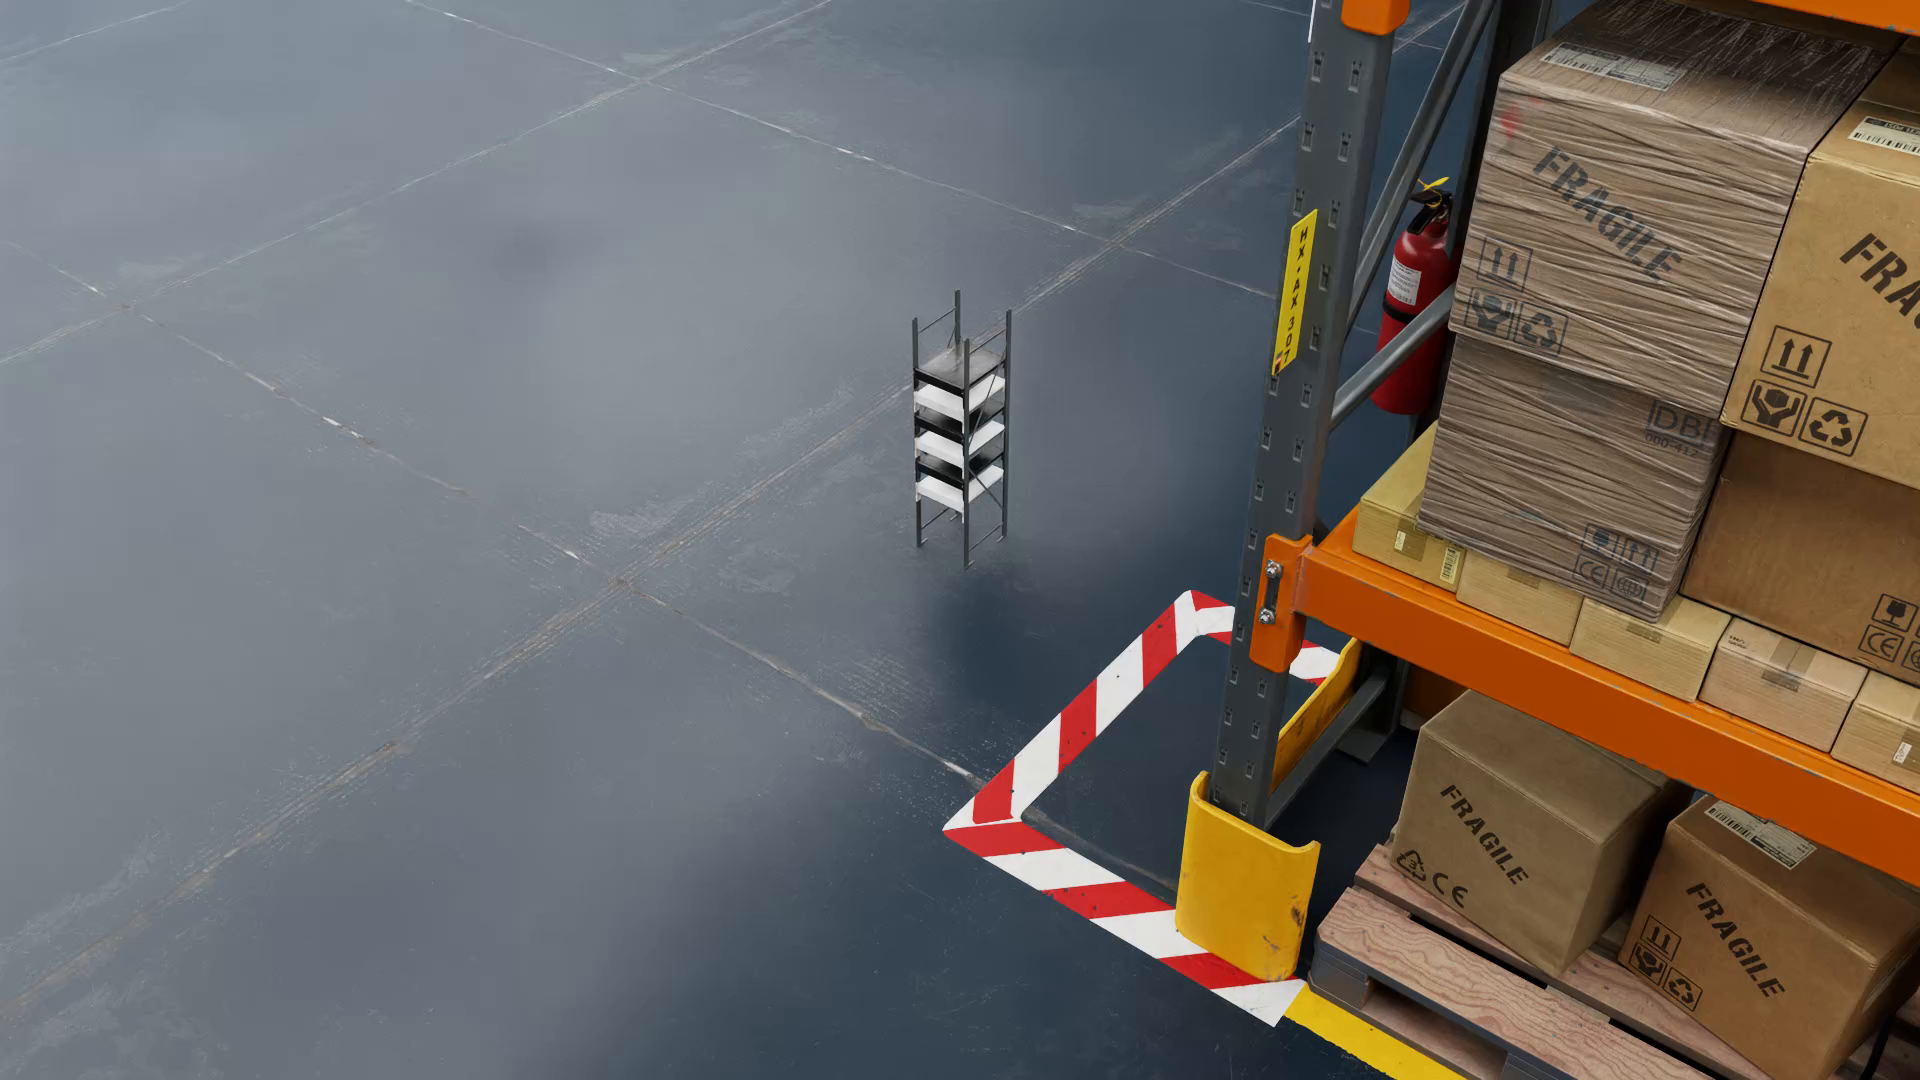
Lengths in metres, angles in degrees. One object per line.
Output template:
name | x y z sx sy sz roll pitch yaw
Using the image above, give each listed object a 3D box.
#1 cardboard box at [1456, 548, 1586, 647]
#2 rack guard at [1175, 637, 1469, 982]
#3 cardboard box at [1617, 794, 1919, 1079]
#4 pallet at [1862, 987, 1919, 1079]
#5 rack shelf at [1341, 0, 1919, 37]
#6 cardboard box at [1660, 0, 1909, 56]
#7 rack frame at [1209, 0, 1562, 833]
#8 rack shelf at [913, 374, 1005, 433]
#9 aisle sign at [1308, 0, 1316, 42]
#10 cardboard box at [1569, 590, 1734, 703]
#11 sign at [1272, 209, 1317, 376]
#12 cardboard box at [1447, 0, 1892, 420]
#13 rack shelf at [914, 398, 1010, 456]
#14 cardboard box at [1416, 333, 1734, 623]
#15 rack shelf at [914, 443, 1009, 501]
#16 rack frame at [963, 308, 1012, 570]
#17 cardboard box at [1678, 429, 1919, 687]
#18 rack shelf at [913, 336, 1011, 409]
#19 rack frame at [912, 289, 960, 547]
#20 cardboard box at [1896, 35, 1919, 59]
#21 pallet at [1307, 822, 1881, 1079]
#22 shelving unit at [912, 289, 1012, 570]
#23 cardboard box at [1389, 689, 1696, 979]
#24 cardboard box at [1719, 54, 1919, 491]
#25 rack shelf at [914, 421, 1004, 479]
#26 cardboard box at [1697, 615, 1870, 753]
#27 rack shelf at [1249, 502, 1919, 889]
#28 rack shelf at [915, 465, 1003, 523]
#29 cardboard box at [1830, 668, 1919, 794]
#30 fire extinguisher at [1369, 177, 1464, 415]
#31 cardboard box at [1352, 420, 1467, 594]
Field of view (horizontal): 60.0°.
cardboard box | 1.247 0.024 3.490 0.250 0.149 0.380 25 45 29
rack guard | 1.039 0.611 4.564 0.348 0.500 1.175 25 45 29
cardboard box | 1.960 0.866 3.897 0.500 0.500 0.500 -25 45 -29
pallet | 2.628 1.503 3.659 1.213 0.211 1.003 25 45 29
rack shelf | 2.567 -0.551 2.170 4.000 0.370 1.077 25 45 29
cardboard box | 1.566 -0.867 3.291 0.500 0.500 0.500 25 45 29
rack frame | 0.979 -0.402 3.830 0.127 3.000 1.000 25 45 29
rack shelf | 0.006 -0.467 5.378 0.200 0.077 0.258 25 45 29
aisle sign | 0.747 -1.302 2.871 0.004 0.787 0.394 25 45 29
cardboard box | 1.437 0.125 3.361 0.250 0.149 0.380 25 45 29
sign | 0.649 -0.477 3.224 0.005 0.325 0.100 25 45 29
cardboard box | 1.250 -0.613 2.966 0.500 0.500 0.500 25 45 29
rack shelf | 0.006 -0.396 5.434 0.200 0.077 0.258 25 45 29
cardboard box | 1.399 -0.339 3.427 0.500 0.500 0.875 25 45 29
rack shelf | 0.006 -0.254 5.545 0.200 0.077 0.258 25 45 29
rack frame | 0.087 -0.313 5.420 0.006 0.900 0.240 25 45 29
cardboard box | 1.869 -0.210 3.263 0.500 0.500 0.875 25 45 29
rack shelf | 0.006 -0.538 5.323 0.200 0.077 0.258 25 45 29
rack frame | -0.074 -0.389 5.517 0.006 0.900 0.240 25 45 29
cardboard box | 1.966 -0.683 3.055 0.500 0.500 0.500 25 45 29
pallet | 1.663 1.046 4.243 1.213 0.211 1.003 25 45 29
shelving unit | 0.006 -0.351 5.469 0.210 0.900 0.258 25 45 29
cardboard box | 1.465 0.659 4.162 0.500 0.500 0.500 -29 46 -32
cardboard box | 1.643 -0.422 2.722 0.500 0.500 0.500 25 45 29
rack shelf | 0.006 -0.325 5.489 0.200 0.077 0.258 25 45 29
cardboard box | 1.648 0.208 3.255 0.250 0.149 0.380 25 45 29
rack shelf | 2.567 0.630 3.095 4.000 0.370 1.077 25 45 29
rack shelf | 0.006 -0.183 5.600 0.200 0.077 0.258 25 45 29
cardboard box | 1.842 0.305 3.131 0.250 0.149 0.380 25 45 29
fire extinguisher | 1.168 -0.640 4.197 0.183 0.674 0.296 25 45 29
cardboard box | 1.060 -0.079 3.622 0.250 0.149 0.380 25 45 29
